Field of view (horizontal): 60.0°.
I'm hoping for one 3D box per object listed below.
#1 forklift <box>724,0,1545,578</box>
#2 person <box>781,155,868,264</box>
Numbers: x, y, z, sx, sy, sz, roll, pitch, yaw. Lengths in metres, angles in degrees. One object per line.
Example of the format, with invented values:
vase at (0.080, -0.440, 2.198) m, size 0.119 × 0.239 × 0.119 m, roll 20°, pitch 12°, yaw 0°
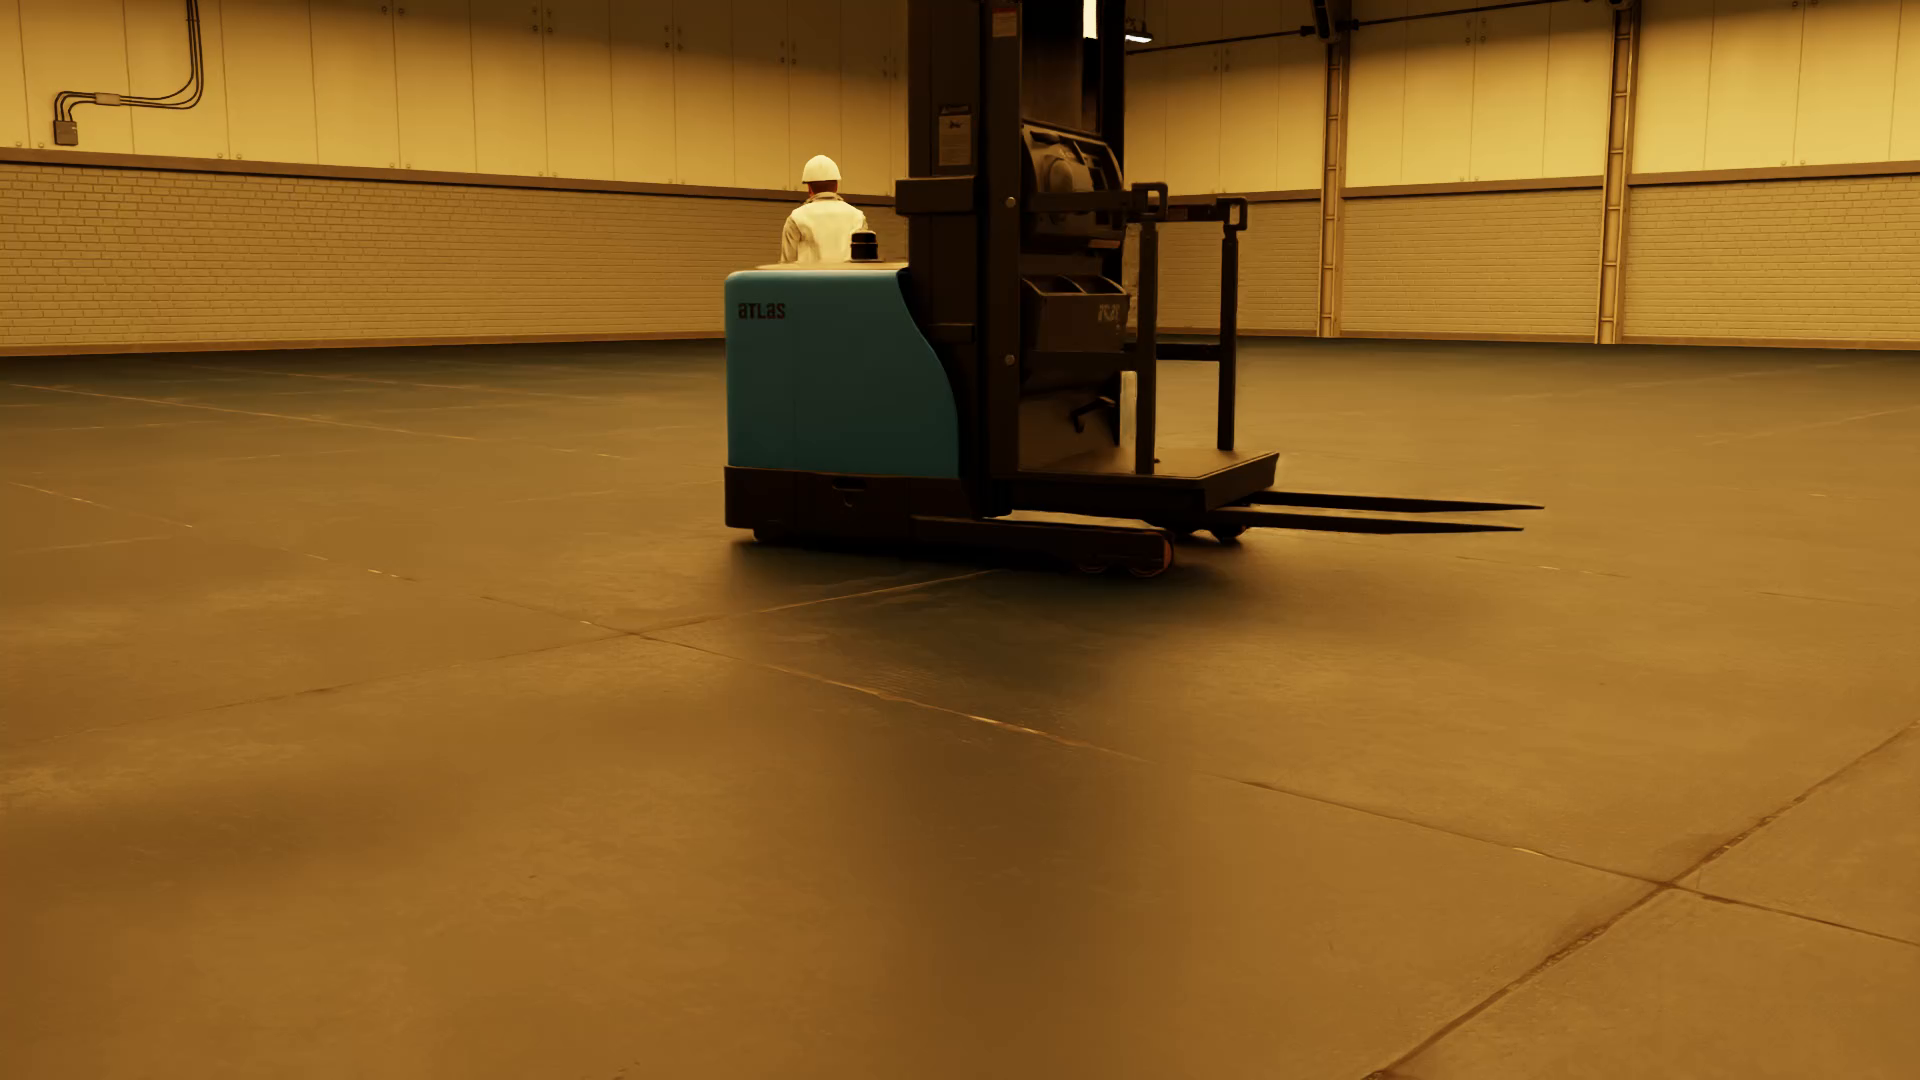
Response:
forklift at (0.619, -1.406, 6.212) m, size 3.031 × 2.935 × 1.130 m, roll 4°, pitch 9°, yaw 25°
person at (-0.762, -1.349, 9.735) m, size 0.578 × 1.770 × 0.464 m, roll -2°, pitch 9°, yaw -15°
